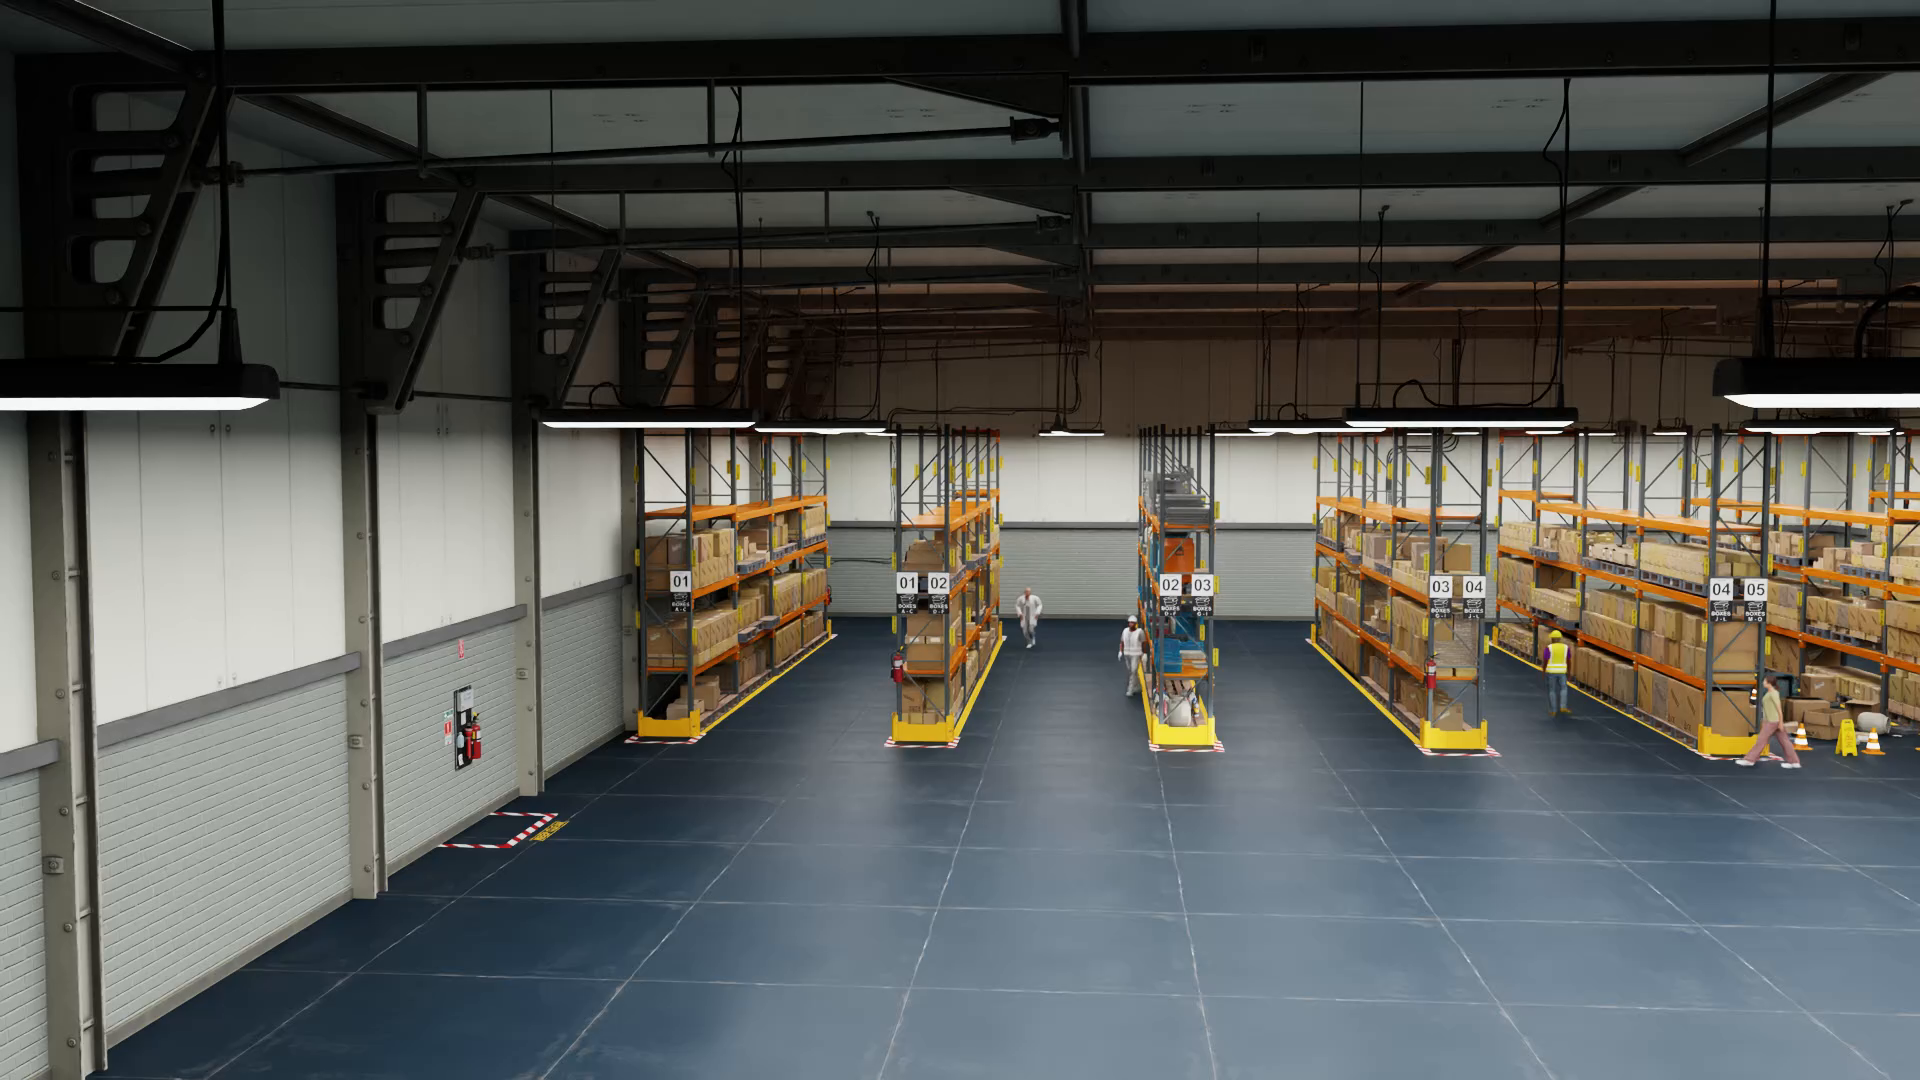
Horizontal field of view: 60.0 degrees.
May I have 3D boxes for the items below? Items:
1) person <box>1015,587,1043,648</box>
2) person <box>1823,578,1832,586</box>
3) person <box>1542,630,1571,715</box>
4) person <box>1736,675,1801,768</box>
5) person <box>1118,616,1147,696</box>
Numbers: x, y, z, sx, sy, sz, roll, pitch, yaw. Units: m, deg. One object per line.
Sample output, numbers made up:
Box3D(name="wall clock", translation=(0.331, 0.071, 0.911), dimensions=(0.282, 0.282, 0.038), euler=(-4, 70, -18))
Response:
Box3D(name="person", translation=(1.890, 2.168, 45.477), dimensions=(0.744, 1.597, 0.652), euler=(1, 4, 13))
Box3D(name="person", translation=(25.335, 1.918, 48.656), dimensions=(0.545, 1.631, 0.953), euler=(3, 4, 37))
Box3D(name="person", translation=(12.351, 2.753, 34.428), dimensions=(0.588, 1.764, 0.548), euler=(0, 3, 5))
Box3D(name="person", translation=(14.052, 3.135, 28.868), dimensions=(1.018, 1.595, 0.479), euler=(2, 4, 26))
Box3D(name="person", translation=(3.803, 2.565, 37.057), dimensions=(0.594, 1.741, 0.919), euler=(3, 4, 39))
